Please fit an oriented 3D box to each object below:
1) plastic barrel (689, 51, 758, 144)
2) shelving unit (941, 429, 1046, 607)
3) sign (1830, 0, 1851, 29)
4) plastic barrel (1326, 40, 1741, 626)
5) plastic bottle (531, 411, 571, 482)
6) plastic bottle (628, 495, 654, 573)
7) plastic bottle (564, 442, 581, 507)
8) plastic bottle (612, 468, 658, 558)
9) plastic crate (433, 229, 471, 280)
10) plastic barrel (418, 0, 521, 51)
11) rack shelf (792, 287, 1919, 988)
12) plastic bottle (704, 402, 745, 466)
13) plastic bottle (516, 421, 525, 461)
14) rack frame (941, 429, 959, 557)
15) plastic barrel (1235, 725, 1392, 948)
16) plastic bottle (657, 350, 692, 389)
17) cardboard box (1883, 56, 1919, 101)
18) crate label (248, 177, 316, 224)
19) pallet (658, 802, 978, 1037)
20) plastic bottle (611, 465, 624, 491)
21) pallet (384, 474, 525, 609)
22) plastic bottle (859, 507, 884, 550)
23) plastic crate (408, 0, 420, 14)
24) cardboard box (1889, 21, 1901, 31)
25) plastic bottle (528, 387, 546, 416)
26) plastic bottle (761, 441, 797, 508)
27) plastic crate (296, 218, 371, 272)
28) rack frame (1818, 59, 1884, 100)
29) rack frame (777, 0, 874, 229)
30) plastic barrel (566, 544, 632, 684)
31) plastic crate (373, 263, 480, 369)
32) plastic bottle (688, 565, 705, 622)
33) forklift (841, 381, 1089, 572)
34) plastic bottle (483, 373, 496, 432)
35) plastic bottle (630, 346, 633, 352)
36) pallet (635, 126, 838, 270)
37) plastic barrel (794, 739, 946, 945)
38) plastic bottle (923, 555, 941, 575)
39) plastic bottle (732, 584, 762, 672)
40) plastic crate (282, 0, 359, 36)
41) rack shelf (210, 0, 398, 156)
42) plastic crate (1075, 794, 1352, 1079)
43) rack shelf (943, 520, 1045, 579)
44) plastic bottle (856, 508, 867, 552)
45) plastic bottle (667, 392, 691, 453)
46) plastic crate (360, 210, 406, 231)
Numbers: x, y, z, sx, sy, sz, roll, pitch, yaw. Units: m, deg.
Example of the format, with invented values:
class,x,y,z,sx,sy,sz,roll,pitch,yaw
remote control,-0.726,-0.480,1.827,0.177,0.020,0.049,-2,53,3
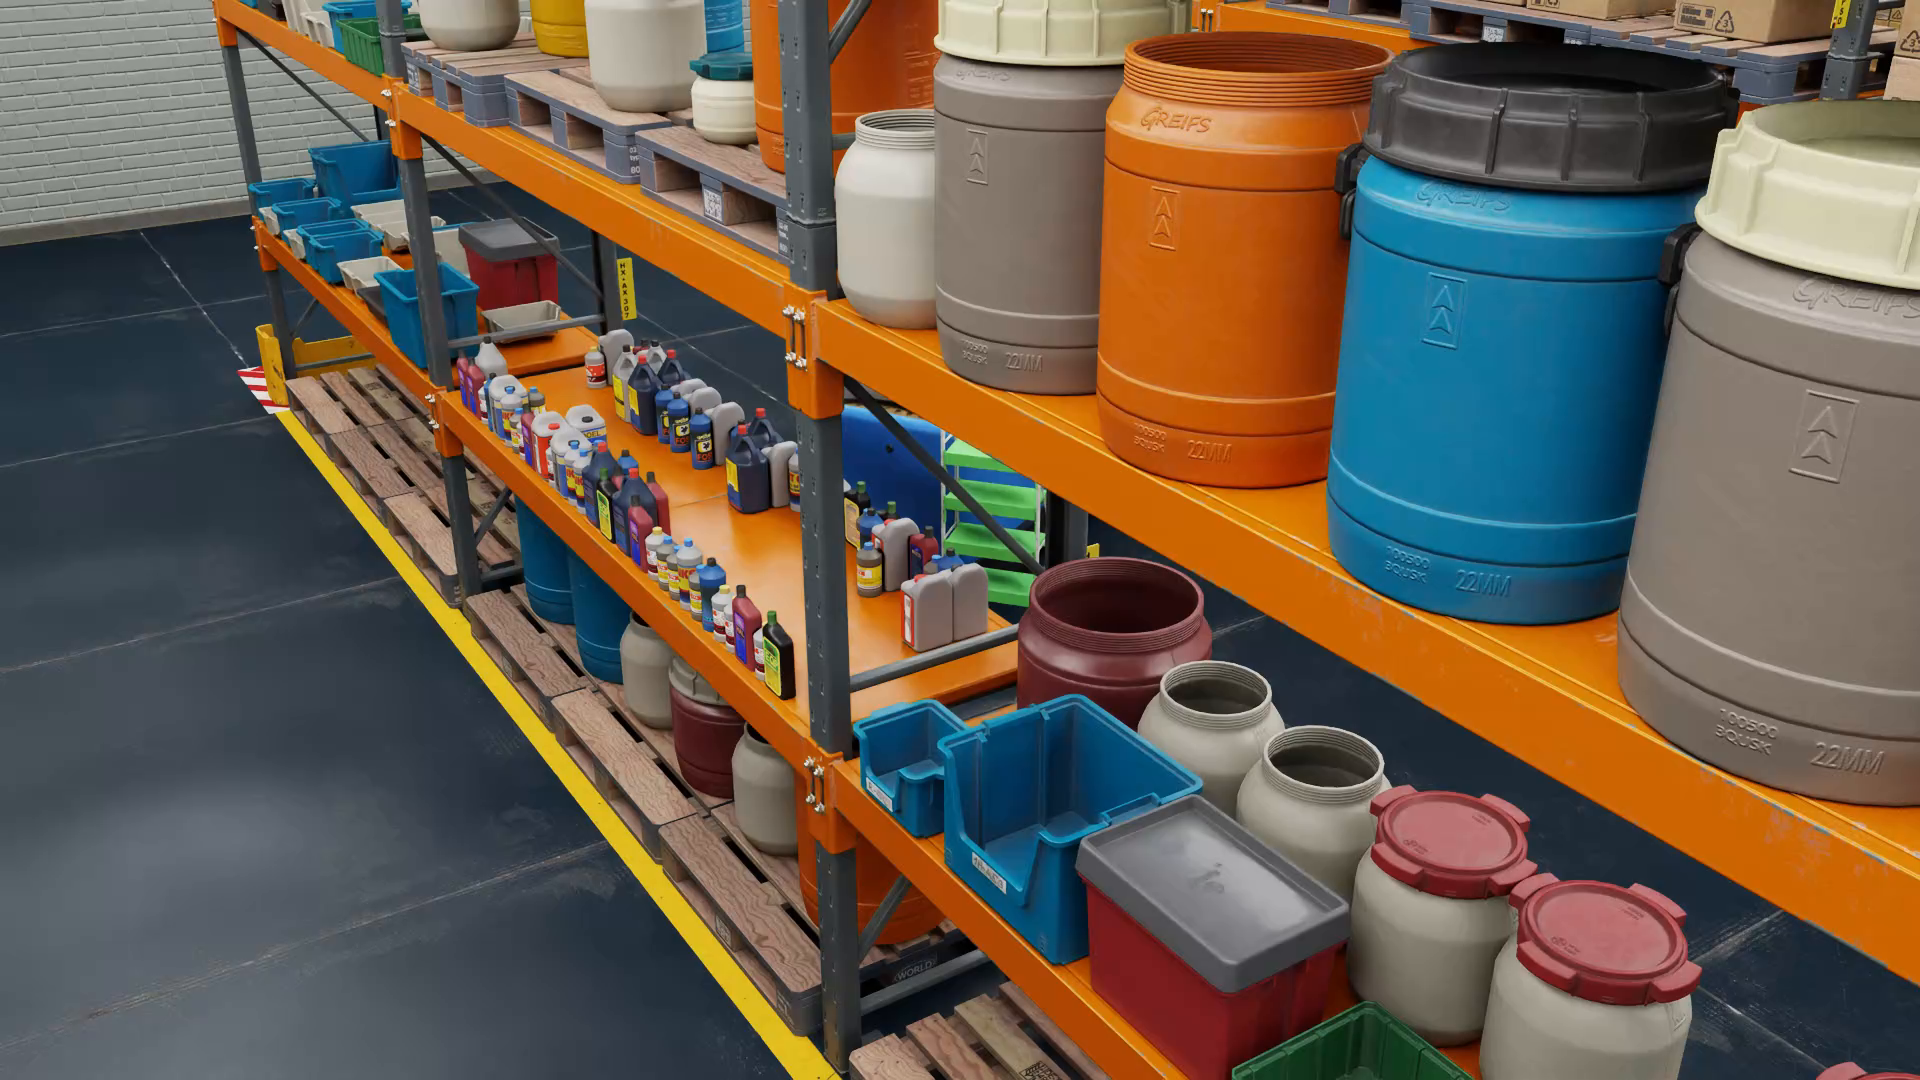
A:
class,x,y,z,sx,sy,sz,roll,pitch,yaw
plastic barrel,-0.736,-1.458,5.481,0.301,0.262,0.301,0,25,0
shelving unit,0.182,-0.013,8.372,0.503,1.200,0.258,8,26,16
sign,3.652,-2.279,6.851,0.100,0.325,0.005,-16,29,-30
plastic barrel,0.982,-0.376,2.932,0.600,0.901,0.708,-16,29,-30
plastic bottle,-1.773,-0.414,7.258,0.152,0.276,0.135,-16,29,-30
plastic bottle,-1.230,-0.026,6.428,0.061,0.283,0.133,-16,29,-30
plastic bottle,-1.606,-0.281,6.982,0.097,0.271,0.097,0,25,0
plastic bottle,-1.282,-0.123,6.555,0.144,0.351,0.185,-16,29,-30
plastic crate,-2.891,-1.618,9.732,0.437,0.282,0.530,-16,29,-30
plastic barrel,-2.134,-2.416,7.190,0.433,0.535,0.433,0,25,0
rack shelf,1.064,0.060,3.439,1.077,0.370,4.000,-16,29,-30
plastic bottle,-1.051,-0.491,7.423,0.152,0.276,0.135,-16,29,-30
plastic bottle,-1.932,-0.463,7.449,0.097,0.201,0.097,0,25,0
rack frame,-0.050,-0.045,8.440,0.015,1.200,0.240,8,26,16
plastic barrel,0.943,0.794,4.424,0.421,0.512,0.421,0,25,0
plastic bottle,-1.335,-0.714,7.807,0.144,0.351,0.185,-16,29,-30
cardboard box,4.165,-1.840,6.796,0.500,0.250,0.500,-15,29,-29
crate label,-4.536,-2.272,11.176,0.416,0.233,0.303,-16,29,-30
pallet,-0.493,1.364,6.613,1.003,0.211,1.213,-16,29,-30
plastic bottle,-1.353,-0.154,6.699,0.061,0.283,0.133,-16,29,-30
pallet,-2.645,-0.048,9.605,1.003,0.211,1.213,-16,29,-30
plastic bottle,-0.337,0.004,6.378,0.097,0.271,0.097,0,25,0
plastic crate,-3.059,-3.042,9.475,0.437,0.136,0.530,-16,29,-30
cardboard box,9.489,-4.853,16.400,0.500,0.500,0.500,-16,30,-31
plastic bottle,-1.984,-0.616,7.774,0.097,0.201,0.097,0,25,0
plastic bottle,-0.750,-0.295,7.006,0.152,0.276,0.135,-16,29,-30
plastic crate,-3.817,-1.801,10.178,0.416,0.233,0.300,-16,29,-30
rack frame,4.122,-0.779,7.886,1.000,3.000,0.127,-16,29,-30
rack frame,-0.028,-2.338,4.160,1.000,3.000,0.127,-16,29,-30
plastic barrel,-1.542,0.156,7.873,0.600,0.901,0.708,-16,29,-30
plastic crate,-2.752,-1.163,8.648,0.392,0.384,0.575,-16,29,-30
plastic bottle,-0.939,0.187,6.072,0.097,0.201,0.097,0,25,0
forklift,0.295,-1.560,9.621,1.130,2.935,3.031,13,28,25
plastic bottle,-2.165,-0.647,7.758,0.097,0.271,0.097,0,25,0
plastic bottle,-1.639,-0.865,8.301,0.097,0.201,0.097,0,25,0
pallet,-0.364,-1.192,5.469,1.003,0.211,1.213,-16,29,-30
plastic barrel,-0.309,0.996,6.177,0.600,0.830,0.708,-16,29,-30
plastic bottle,-0.087,0.152,6.146,0.097,0.201,0.097,0,25,0
plastic bottle,-0.732,0.300,5.737,0.061,0.283,0.133,-16,29,-30
plastic crate,-3.444,-2.924,9.056,0.437,0.282,0.530,-16,29,-30
rack shelf,-3.303,-2.802,9.500,1.077,0.370,4.000,-16,29,-30
plastic crate,0.598,0.996,4.052,0.402,0.464,0.583,-16,29,-30
rack shelf,0.182,0.045,8.400,0.480,0.148,0.258,8,26,16
plastic bottle,-0.359,-0.026,6.524,0.097,0.201,0.097,0,25,0
plastic bottle,-1.272,-0.537,7.524,0.097,0.271,0.097,0,25,0
plastic crate,-3.652,-2.037,10.791,0.396,0.136,0.243,-16,29,-30
